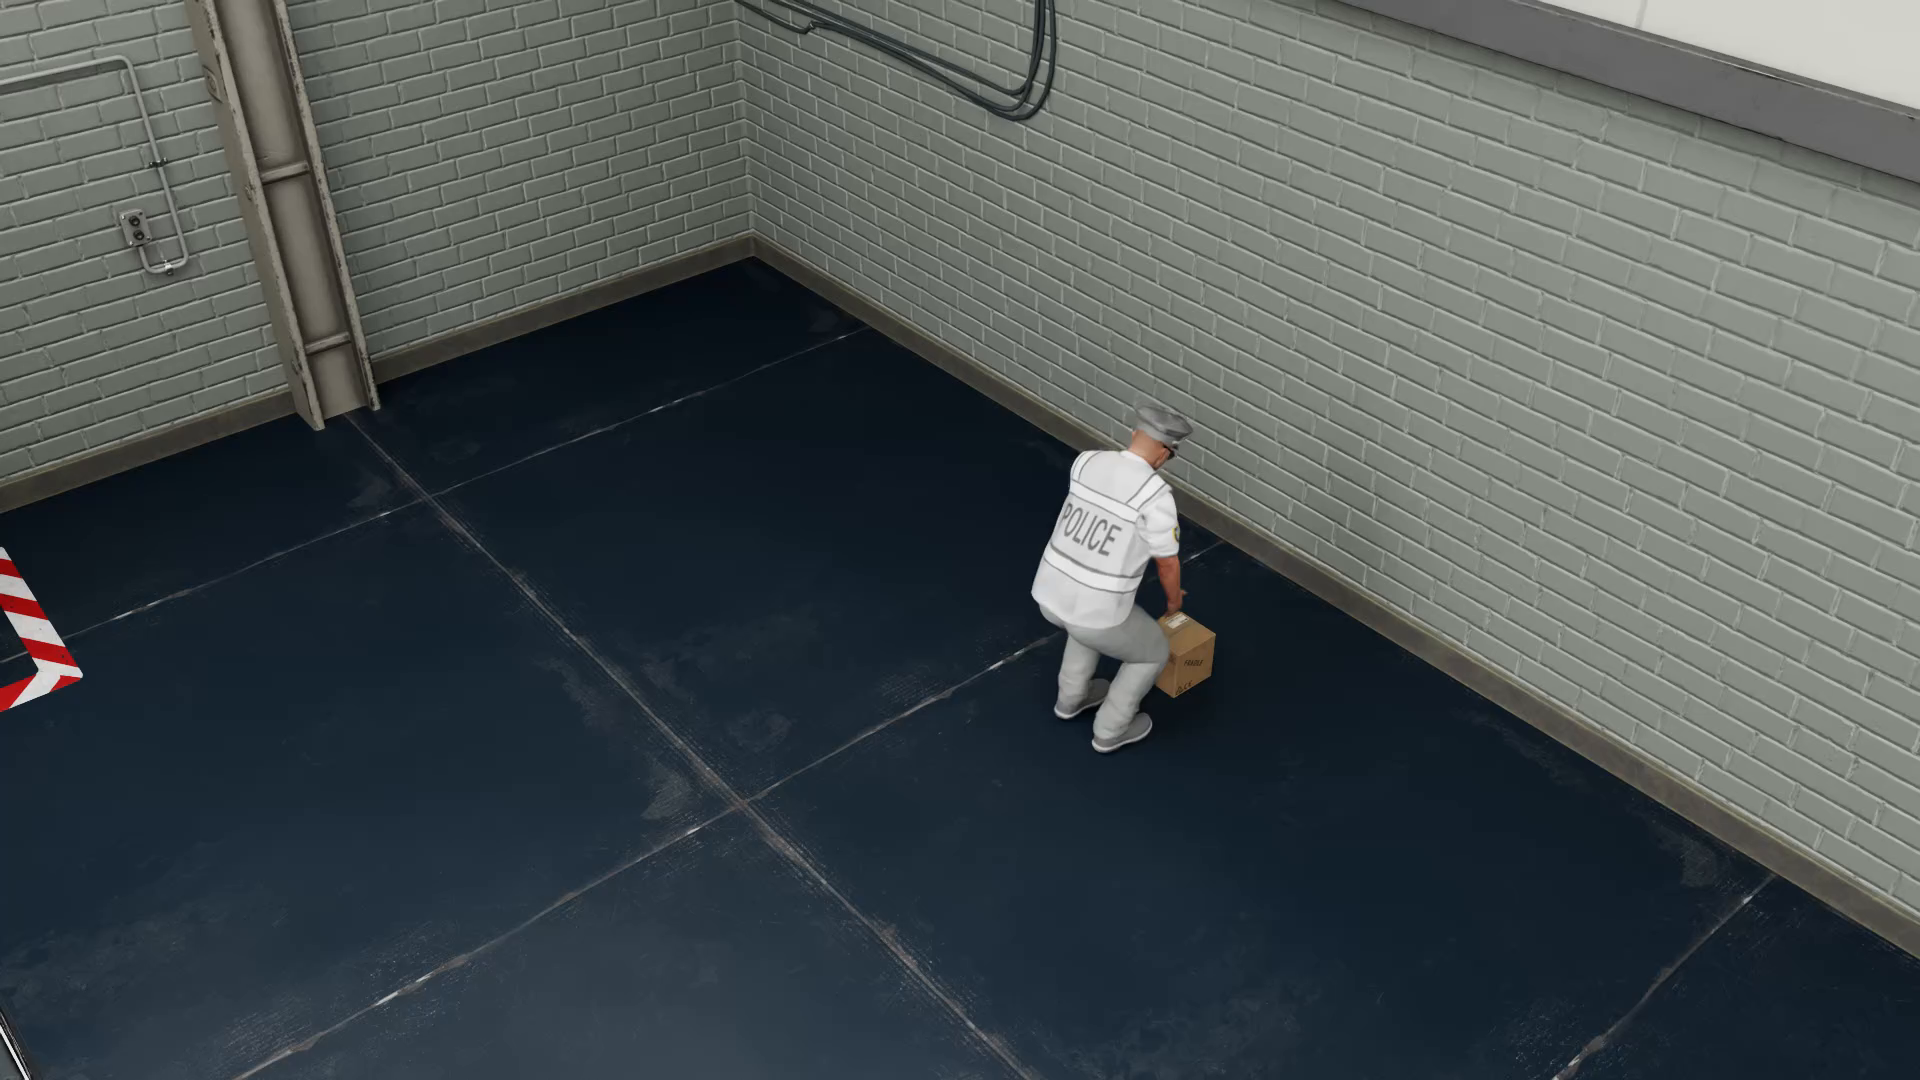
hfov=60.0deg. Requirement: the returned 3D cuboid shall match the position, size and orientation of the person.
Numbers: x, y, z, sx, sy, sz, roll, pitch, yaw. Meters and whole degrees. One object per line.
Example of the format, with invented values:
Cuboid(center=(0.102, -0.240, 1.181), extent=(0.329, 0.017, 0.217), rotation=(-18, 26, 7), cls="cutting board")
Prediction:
Cuboid(center=(0.638, 0.171, 7.063), extent=(0.751, 1.496, 0.588), rotation=(-26, 43, -31), cls="person")
